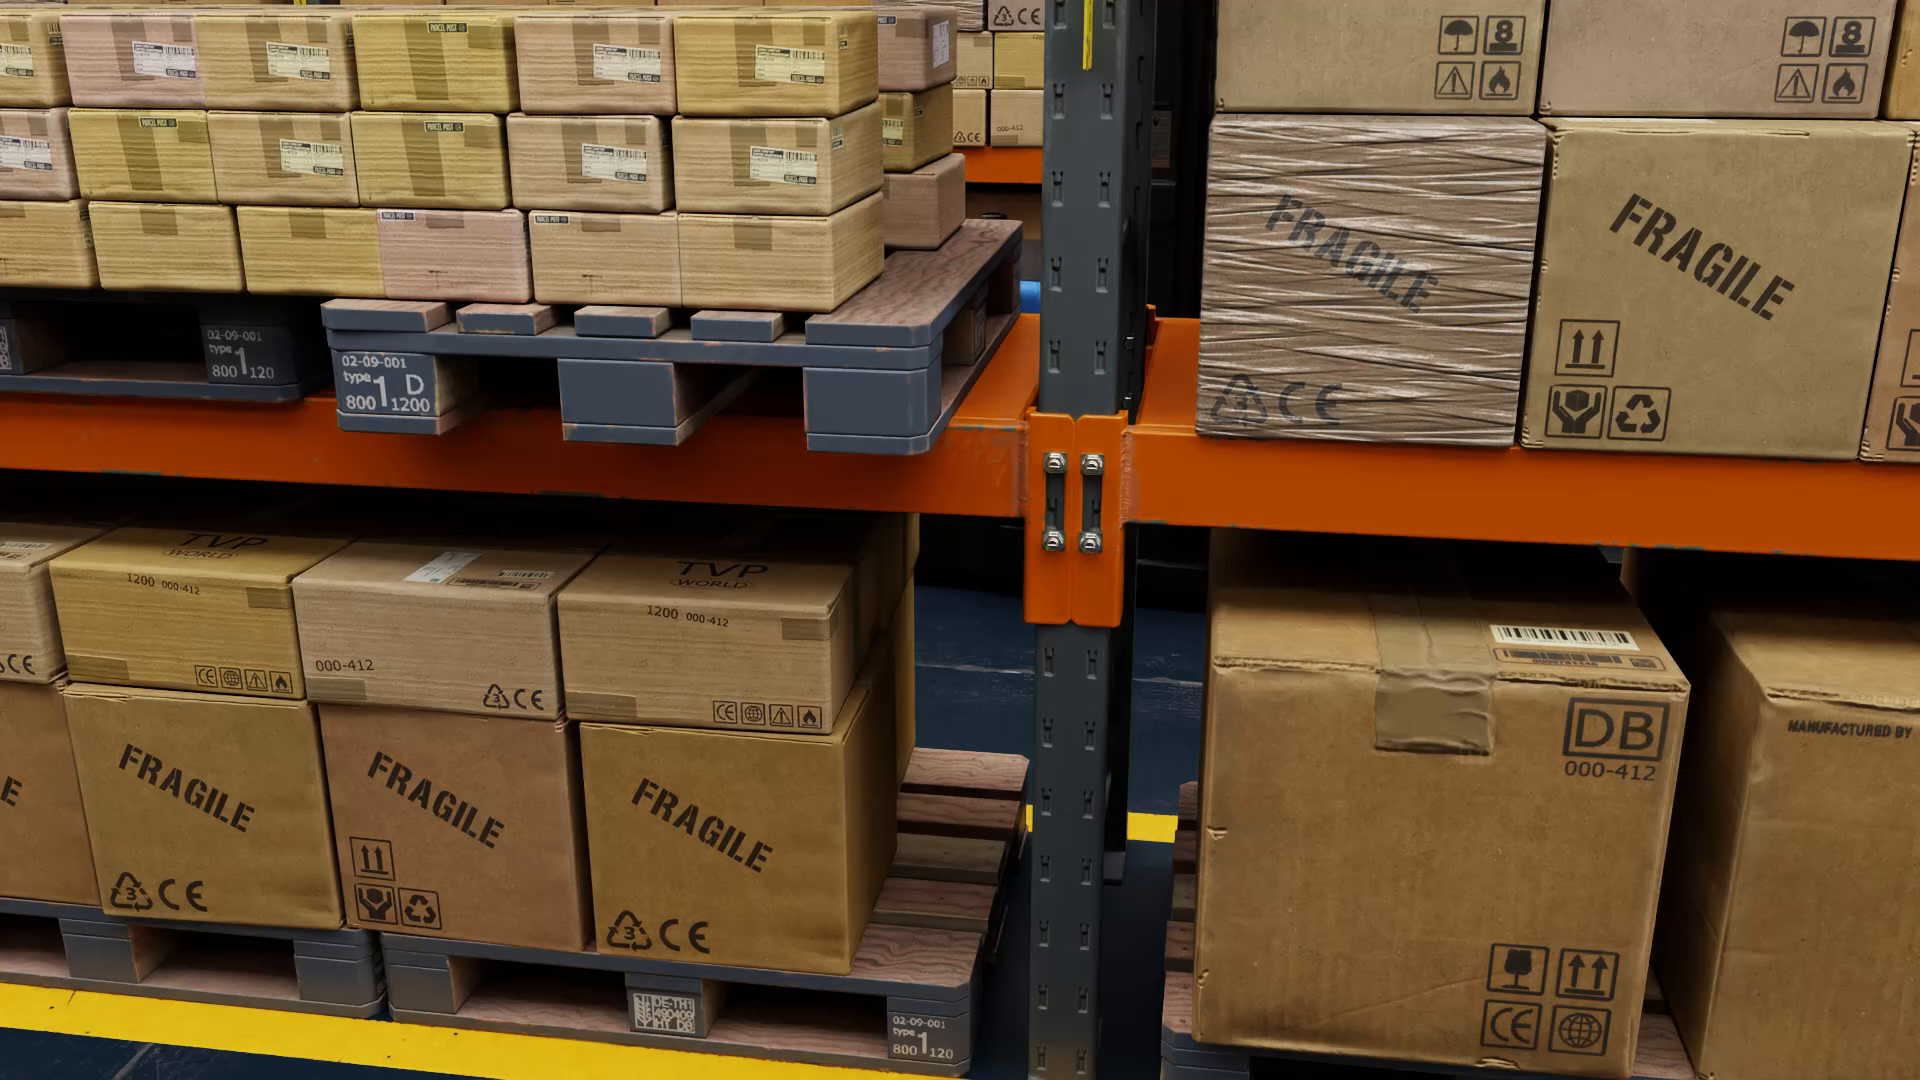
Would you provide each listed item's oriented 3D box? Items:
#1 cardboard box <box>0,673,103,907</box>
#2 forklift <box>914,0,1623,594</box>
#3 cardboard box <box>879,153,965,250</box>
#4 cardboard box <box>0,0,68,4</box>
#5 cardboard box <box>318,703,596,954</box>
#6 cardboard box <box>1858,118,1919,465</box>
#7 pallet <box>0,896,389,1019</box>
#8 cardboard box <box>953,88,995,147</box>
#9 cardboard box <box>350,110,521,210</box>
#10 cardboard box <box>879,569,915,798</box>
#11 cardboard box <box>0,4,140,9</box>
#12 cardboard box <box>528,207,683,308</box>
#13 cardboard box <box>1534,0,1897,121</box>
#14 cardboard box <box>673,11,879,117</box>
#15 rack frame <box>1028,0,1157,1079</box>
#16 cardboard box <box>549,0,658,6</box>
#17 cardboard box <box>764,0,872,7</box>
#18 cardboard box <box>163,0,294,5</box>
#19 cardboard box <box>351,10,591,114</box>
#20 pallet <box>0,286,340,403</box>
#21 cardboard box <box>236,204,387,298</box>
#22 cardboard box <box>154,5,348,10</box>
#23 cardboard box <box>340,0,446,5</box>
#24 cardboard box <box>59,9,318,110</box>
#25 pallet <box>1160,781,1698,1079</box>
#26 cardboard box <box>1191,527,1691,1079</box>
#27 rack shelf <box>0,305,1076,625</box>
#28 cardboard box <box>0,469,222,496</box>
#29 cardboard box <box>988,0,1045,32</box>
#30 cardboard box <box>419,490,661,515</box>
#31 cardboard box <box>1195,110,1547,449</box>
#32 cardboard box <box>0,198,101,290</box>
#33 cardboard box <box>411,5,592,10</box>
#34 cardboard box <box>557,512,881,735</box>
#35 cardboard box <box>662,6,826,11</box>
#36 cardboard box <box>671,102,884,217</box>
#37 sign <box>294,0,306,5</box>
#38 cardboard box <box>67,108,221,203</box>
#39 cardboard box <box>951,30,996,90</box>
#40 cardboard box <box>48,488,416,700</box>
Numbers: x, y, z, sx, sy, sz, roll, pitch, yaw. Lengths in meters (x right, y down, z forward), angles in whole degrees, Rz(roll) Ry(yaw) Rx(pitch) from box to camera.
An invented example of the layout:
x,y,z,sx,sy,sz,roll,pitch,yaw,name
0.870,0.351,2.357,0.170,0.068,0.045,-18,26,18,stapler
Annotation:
x,y,z,sx,sy,sz,roll,pitch,yaw,name
-1.949,0.423,3.589,0.500,0.500,0.500,3,19,10,cardboard box
1.195,-1.291,5.542,3.031,2.935,1.130,5,19,14,forklift
-0.139,-0.696,3.390,0.250,0.149,0.380,3,19,8,cardboard box
-4.507,-2.797,8.202,0.500,0.500,0.500,3,19,9,cardboard box
-0.932,0.477,3.427,0.500,0.500,0.500,4,19,11,cardboard box
1.672,-0.420,2.675,0.500,0.500,0.500,3,19,9,cardboard box
-1.702,0.690,3.908,1.213,0.211,1.003,3,19,9,pallet
-0.091,-1.980,7.730,0.500,0.250,0.500,3,19,10,cardboard box
-0.813,-0.659,2.810,0.250,0.149,0.380,3,19,10,cardboard box
-0.387,0.340,3.836,0.500,0.500,0.500,2,19,6,cardboard box
-1.965,-1.069,3.567,0.250,0.149,0.380,2,19,6,cardboard box
-0.534,-0.504,2.817,0.250,0.149,0.380,3,19,9,cardboard box
1.212,-1.001,2.835,0.500,0.500,0.700,3,19,8,cardboard box
-0.286,-0.774,2.684,0.250,0.149,0.380,2,19,6,cardboard box
0.271,-0.530,3.161,0.127,3.000,1.000,3,19,9,rack frame
-1.603,-2.654,7.774,0.500,0.500,0.500,2,19,7,cardboard box
-0.593,-2.602,7.620,0.500,0.500,0.500,3,19,9,cardboard box
-3.503,-2.746,8.050,0.500,0.500,0.500,3,19,8,cardboard box
-0.792,-0.800,2.763,0.250,0.149,0.380,4,19,10,cardboard box
-1.690,-0.526,3.451,1.213,0.211,1.003,3,19,9,pallet
-1.034,-0.531,2.896,0.250,0.149,0.380,3,19,8,cardboard box
-1.453,-1.042,3.487,0.250,0.149,0.380,3,19,10,cardboard box
-2.604,-2.697,7.903,0.500,0.500,0.500,3,19,9,cardboard box
-1.293,-0.826,2.842,0.250,0.149,0.380,3,19,9,cardboard box
1.037,0.855,3.414,1.213,0.211,1.003,3,19,9,pallet
0.858,0.396,3.275,0.750,0.750,1.050,3,19,8,cardboard box
-1.704,-0.290,3.576,4.000,0.370,1.077,3,19,9,rack shelf
-1.874,-0.091,3.942,0.500,0.250,0.500,2,19,6,cardboard box
0.404,-2.552,7.469,0.500,0.500,0.500,2,19,7,cardboard box
-0.872,-0.036,3.778,0.500,0.250,0.500,3,19,8,cardboard box
0.671,-0.471,2.825,0.500,0.500,0.500,3,19,9,cardboard box
-1.555,-0.557,2.976,0.250,0.149,0.380,3,19,10,cardboard box
-0.923,-1.016,3.410,0.250,0.149,0.380,2,19,6,cardboard box
-0.446,0.148,3.229,0.500,0.250,0.500,2,19,7,cardboard box
-0.421,-0.989,3.328,0.250,0.149,0.380,2,19,7,cardboard box
-0.289,-0.634,2.735,0.250,0.149,0.380,3,19,10,cardboard box
-3.080,-2.562,7.743,0.005,0.325,0.100,3,19,9,sign
-1.306,-0.685,2.888,0.250,0.149,0.380,3,19,8,cardboard box
-0.069,-2.222,7.664,0.500,0.250,0.500,2,19,7,cardboard box
-1.446,0.096,3.386,0.500,0.250,0.500,3,19,10,cardboard box
